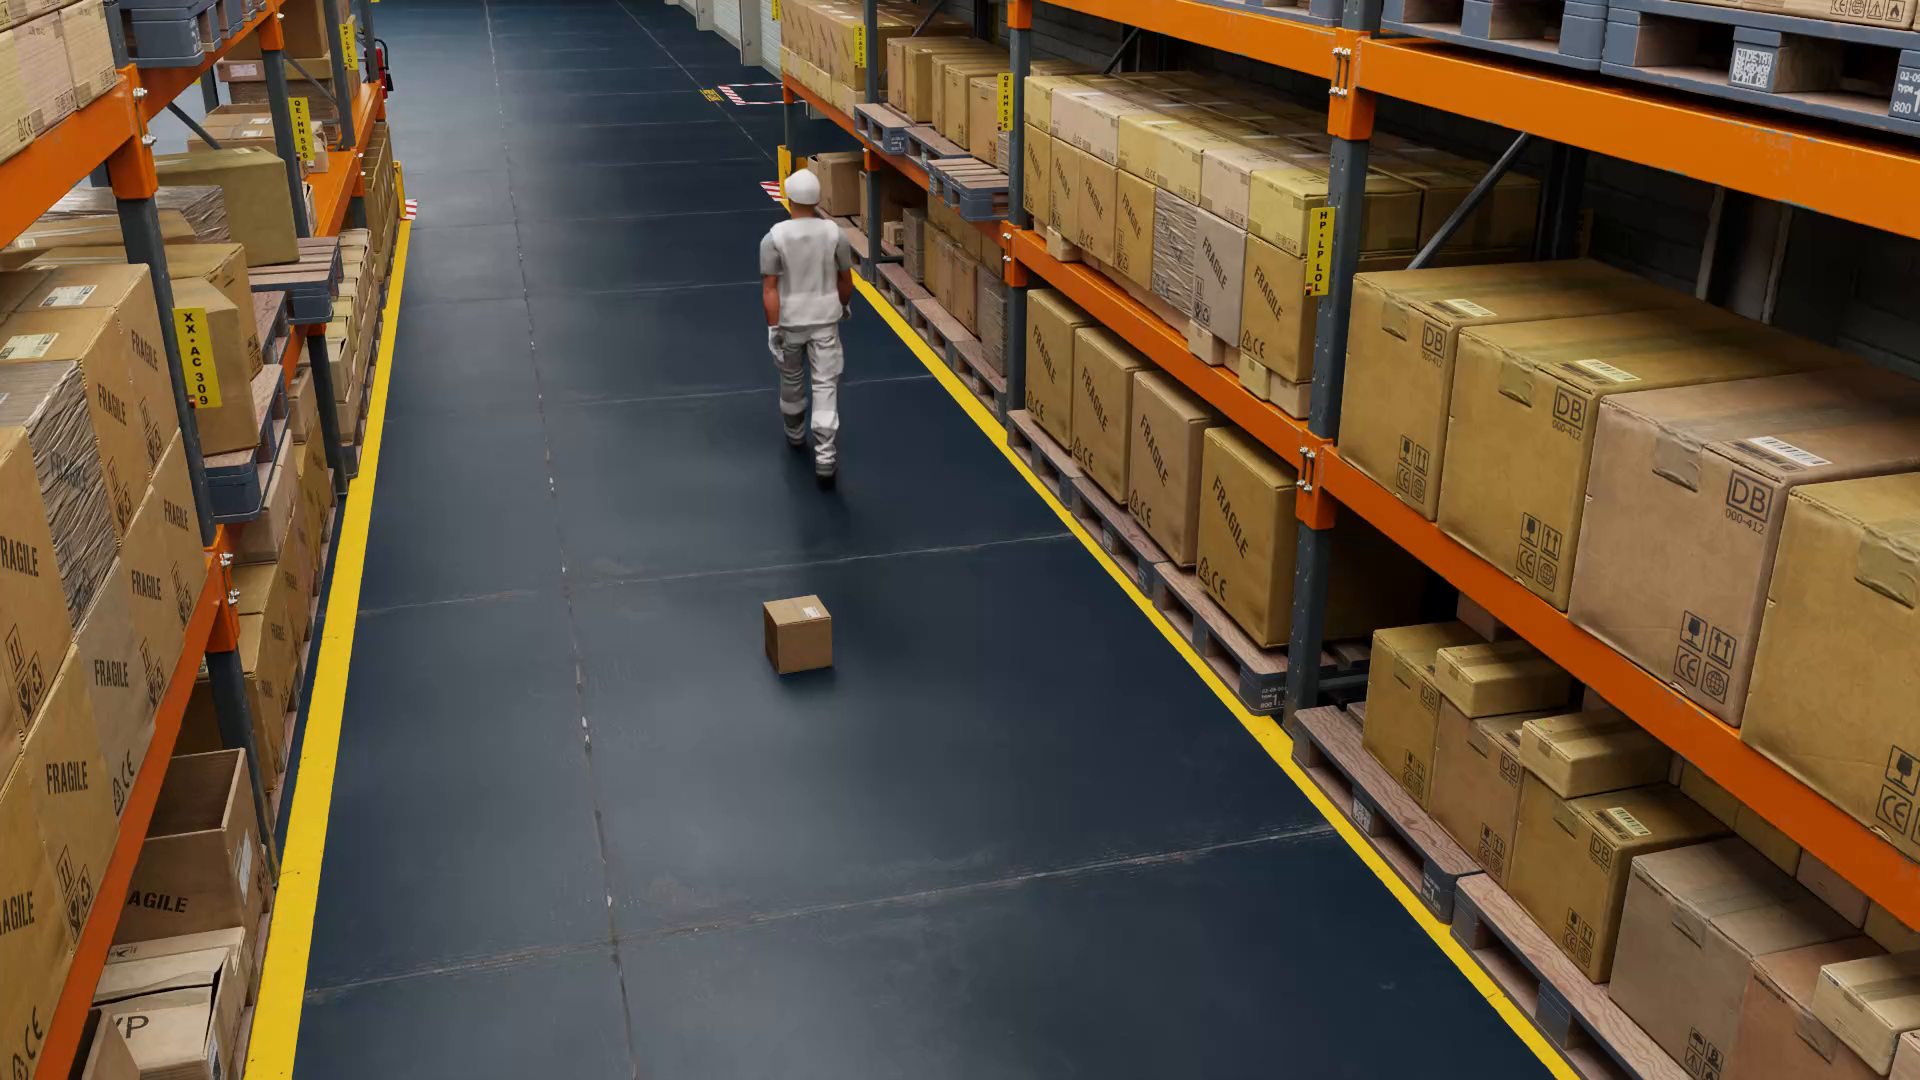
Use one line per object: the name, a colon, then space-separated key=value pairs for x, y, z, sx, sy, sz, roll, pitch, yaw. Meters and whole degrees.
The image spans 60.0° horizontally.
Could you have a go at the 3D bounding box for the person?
person: x=-0.880 y=-1.293 z=9.652 sx=0.527 sy=1.739 sz=1.039 roll=-2 pitch=23 yaw=-6
